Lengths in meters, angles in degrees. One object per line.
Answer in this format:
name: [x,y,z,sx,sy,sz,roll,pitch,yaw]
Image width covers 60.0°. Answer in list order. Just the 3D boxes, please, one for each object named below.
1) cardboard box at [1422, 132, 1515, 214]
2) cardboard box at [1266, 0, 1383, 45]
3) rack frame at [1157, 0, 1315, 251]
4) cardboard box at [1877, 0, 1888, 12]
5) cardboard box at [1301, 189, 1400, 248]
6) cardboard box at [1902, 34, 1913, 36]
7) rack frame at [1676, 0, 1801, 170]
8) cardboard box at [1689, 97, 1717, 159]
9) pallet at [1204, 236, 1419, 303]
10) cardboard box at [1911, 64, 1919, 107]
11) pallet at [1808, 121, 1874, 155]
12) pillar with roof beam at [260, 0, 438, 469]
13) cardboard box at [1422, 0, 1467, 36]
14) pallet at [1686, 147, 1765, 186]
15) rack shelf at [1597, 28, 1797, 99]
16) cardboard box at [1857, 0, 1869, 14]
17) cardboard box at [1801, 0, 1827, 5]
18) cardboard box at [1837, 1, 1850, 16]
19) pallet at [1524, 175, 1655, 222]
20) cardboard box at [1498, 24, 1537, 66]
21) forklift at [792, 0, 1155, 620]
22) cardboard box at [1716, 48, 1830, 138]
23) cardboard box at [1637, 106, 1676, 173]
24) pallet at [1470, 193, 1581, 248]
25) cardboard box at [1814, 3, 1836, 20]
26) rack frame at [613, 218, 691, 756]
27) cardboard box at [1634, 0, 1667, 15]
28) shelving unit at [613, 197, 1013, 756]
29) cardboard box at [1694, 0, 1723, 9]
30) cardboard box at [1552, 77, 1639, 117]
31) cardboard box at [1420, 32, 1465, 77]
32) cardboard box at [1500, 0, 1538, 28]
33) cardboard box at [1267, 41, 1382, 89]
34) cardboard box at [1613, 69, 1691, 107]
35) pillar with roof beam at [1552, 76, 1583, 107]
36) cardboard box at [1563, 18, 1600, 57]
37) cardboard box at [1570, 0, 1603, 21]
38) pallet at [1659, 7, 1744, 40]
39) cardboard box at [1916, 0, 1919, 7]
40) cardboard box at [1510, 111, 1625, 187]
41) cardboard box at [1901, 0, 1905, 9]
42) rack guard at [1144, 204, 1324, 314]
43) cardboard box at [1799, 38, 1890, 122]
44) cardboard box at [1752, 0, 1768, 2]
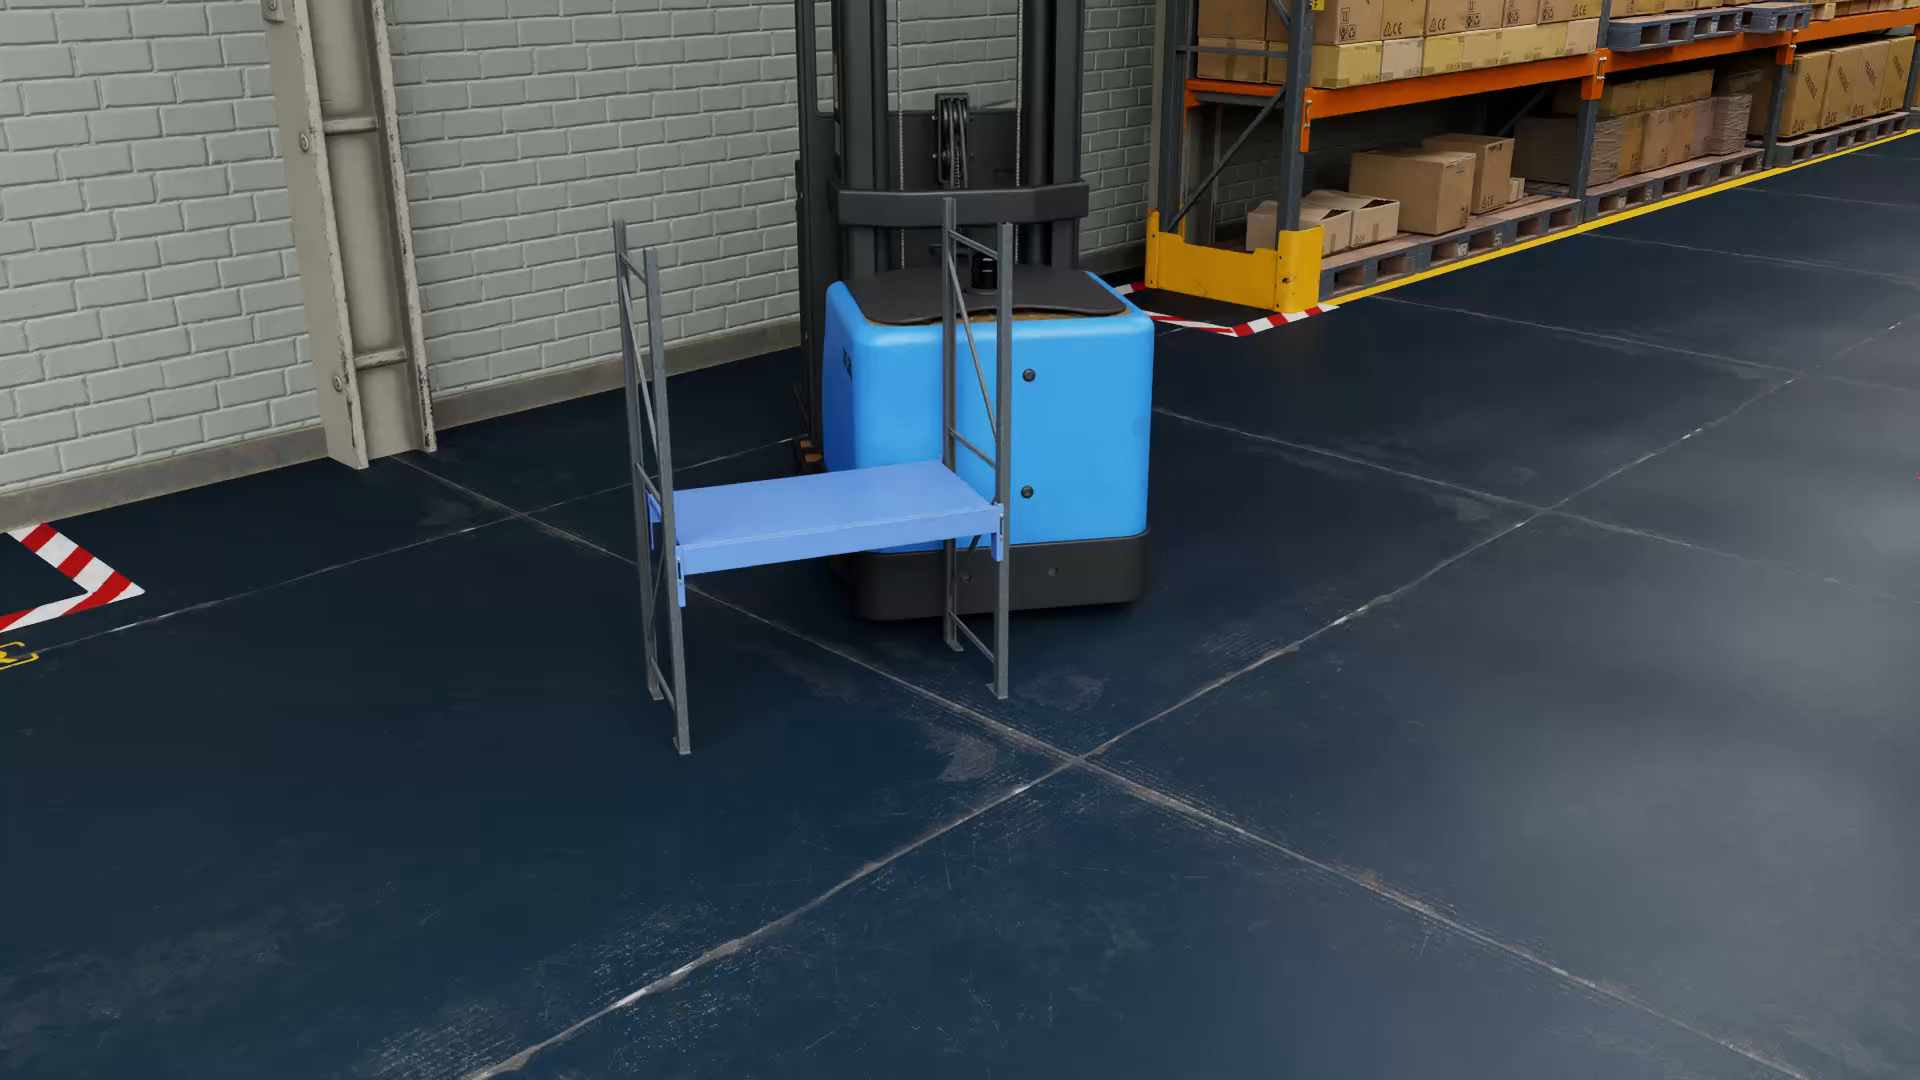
cardboard box: [3.763,-2.738,12.388,0.500,0.500,0.500,17,27,37]
cardboard box: [2.217,-3.285,10.076,0.500,0.500,0.500,19,28,41]
rack frame: [1.668,-2.948,10.064,1.000,3.000,0.127,19,28,41]
cardboard box: [9.274,-5.512,17.057,0.380,0.149,0.250,19,28,41]
cardboard box: [2.613,-2.200,11.253,0.500,0.311,0.500,-17,27,-38]
cardboard box: [11.474,-5.944,19.852,0.380,0.149,0.250,20,28,41]
rack frame: [7.249,-5.005,15.414,1.000,3.000,0.127,19,28,41]
cardboard box: [6.342,-3.742,14.999,0.700,0.500,0.500,19,28,41]
pallet: [2.313,-1.866,11.135,1.003,0.211,1.213,19,28,41]
cardboard box: [10.635,-5.229,18.896,0.700,0.500,0.500,20,29,41]
pallet: [8.704,-4.199,17.204,1.003,0.211,1.213,19,28,41]
pillar with roof beam: [0.436,-3.525,3.203,9.100,9.000,0.400,19,28,41]
cardboard box: [2.934,-3.541,10.742,0.500,0.500,0.500,18,27,39]
pallet: [6.703,-3.502,15.393,1.003,0.211,1.213,19,28,41]
rack shelf: [5.854,-4.155,14.205,1.077,0.370,4.000,19,28,41]
cardboard box: [8.895,-5.386,16.729,0.250,0.149,0.380,-19,28,-40]
cardboard box: [7.771,-5.260,15.497,0.500,0.500,0.500,-19,28,-40]
cardboard box: [8.522,-5.261,16.403,0.250,0.149,0.380,-20,28,-41]
pallet: [5.001,-2.875,13.761,1.003,0.211,1.213,19,28,41]
cardboard box: [3.652,-3.459,11.574,0.500,0.250,0.500,19,28,40]
forklift: [-0.121,-1.589,6.624,1.130,2.935,3.031,-4,21,-10]
cardboard box: [7.856,-4.353,16.131,0.750,0.750,0.750,19,28,40]
cardboard box: [5.670,-3.475,14.305,0.700,0.500,0.500,20,28,41]
pallet: [4.016,-2.493,12.767,1.003,0.211,1.213,19,28,41]
cardboard box: [8.073,-5.033,15.810,0.250,0.149,0.380,-19,28,-40]
rack frame: [-0.901,-0.147,4.866,0.032,1.500,0.500,-8,22,-20]
cardboard box: [5.233,-4.492,13.329,0.500,0.500,0.700,-17,27,-37]
shelving unit: [-0.427,-0.212,5.037,1.048,1.500,0.538,-8,22,-20]
cardboard box: [6.075,-4.807,14.149,0.700,0.500,0.500,19,28,41]
cardboard box: [5.265,-3.672,13.774,0.500,0.250,0.500,19,28,40]
cardboard box: [2.948,-3.200,10.900,0.500,0.250,0.500,19,28,40]
cardboard box: [3.647,-3.810,11.443,0.500,0.500,0.500,18,28,39]
cardboard box: [2.236,-2.933,10.207,0.500,0.250,0.500,18,28,39]
cardboard box: [5.986,-3.931,14.446,0.500,0.250,0.500,19,28,40]
pillar with roof beam: [8.807,-6.610,11.228,9.100,9.000,0.400,19,28,41]
cardboard box: [4.345,-3.718,12.248,0.500,0.250,0.500,19,28,41]
cardboard box: [4.350,-4.067,12.110,0.500,0.500,0.500,19,28,41]
pallet: [5.898,-4.396,14.098,1.003,0.211,1.213,19,28,41]
cardboard box: [10.007,-5.767,17.720,0.380,0.149,0.250,20,28,41]
cardboard box: [4.960,-3.208,13.611,0.500,0.500,0.700,-19,28,-40]
cardboard box: [9.635,-5.641,17.392,0.250,0.149,0.380,-19,28,-40]
rack guard: [1.721,-1.801,10.563,1.175,0.500,0.348,19,28,41]
cardboard box: [9.061,-4.796,17.284,0.750,0.750,0.750,-19,28,-40]
cardboard box: [6.928,-5.133,14.996,0.700,0.500,0.500,15,26,35]
